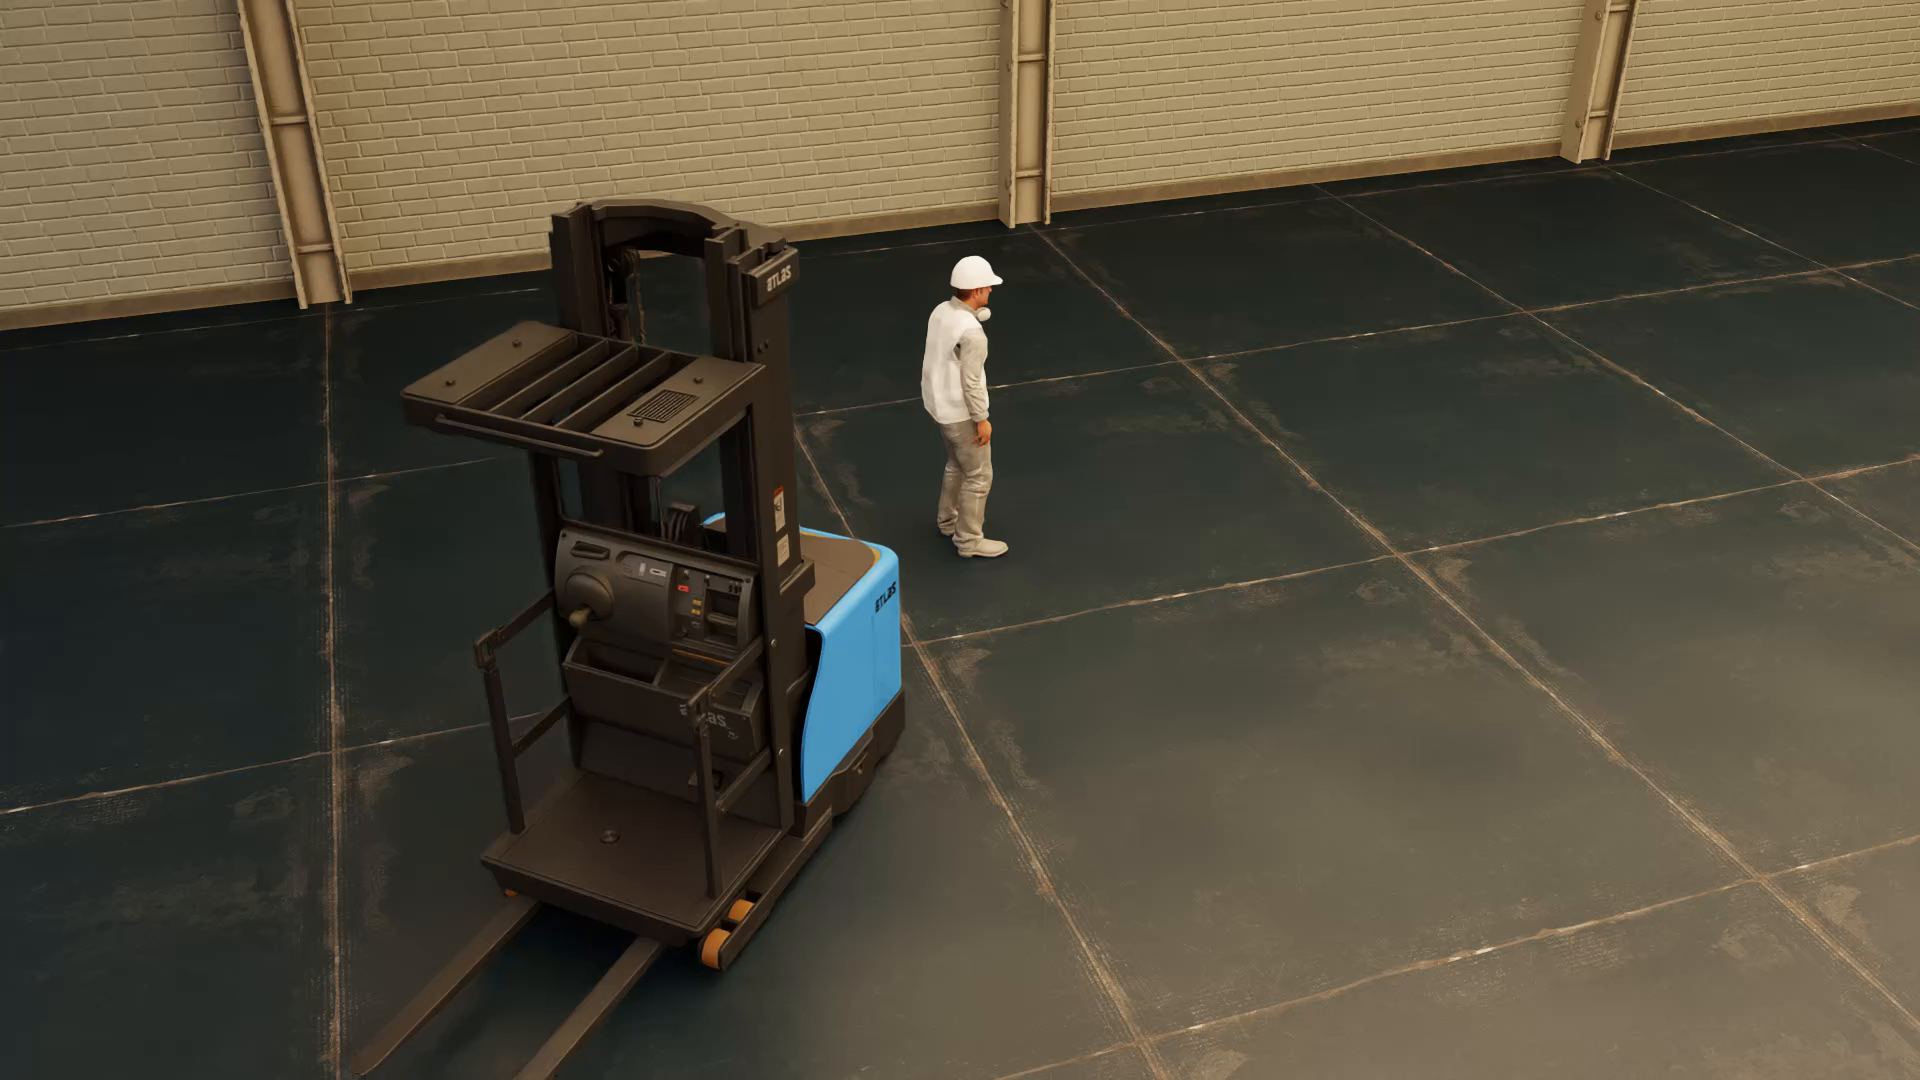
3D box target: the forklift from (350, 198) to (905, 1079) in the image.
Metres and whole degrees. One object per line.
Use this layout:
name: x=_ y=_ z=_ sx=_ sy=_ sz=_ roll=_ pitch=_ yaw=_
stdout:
forklift: x=-1.338 y=0.270 z=6.619 sx=1.130 sy=2.935 sz=3.031 roll=13 pitch=32 yaw=21

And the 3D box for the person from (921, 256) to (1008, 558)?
person: x=0.020 y=-0.775 z=9.599 sx=0.463 sy=1.770 sz=0.580 roll=-11 pitch=32 yaw=-18
